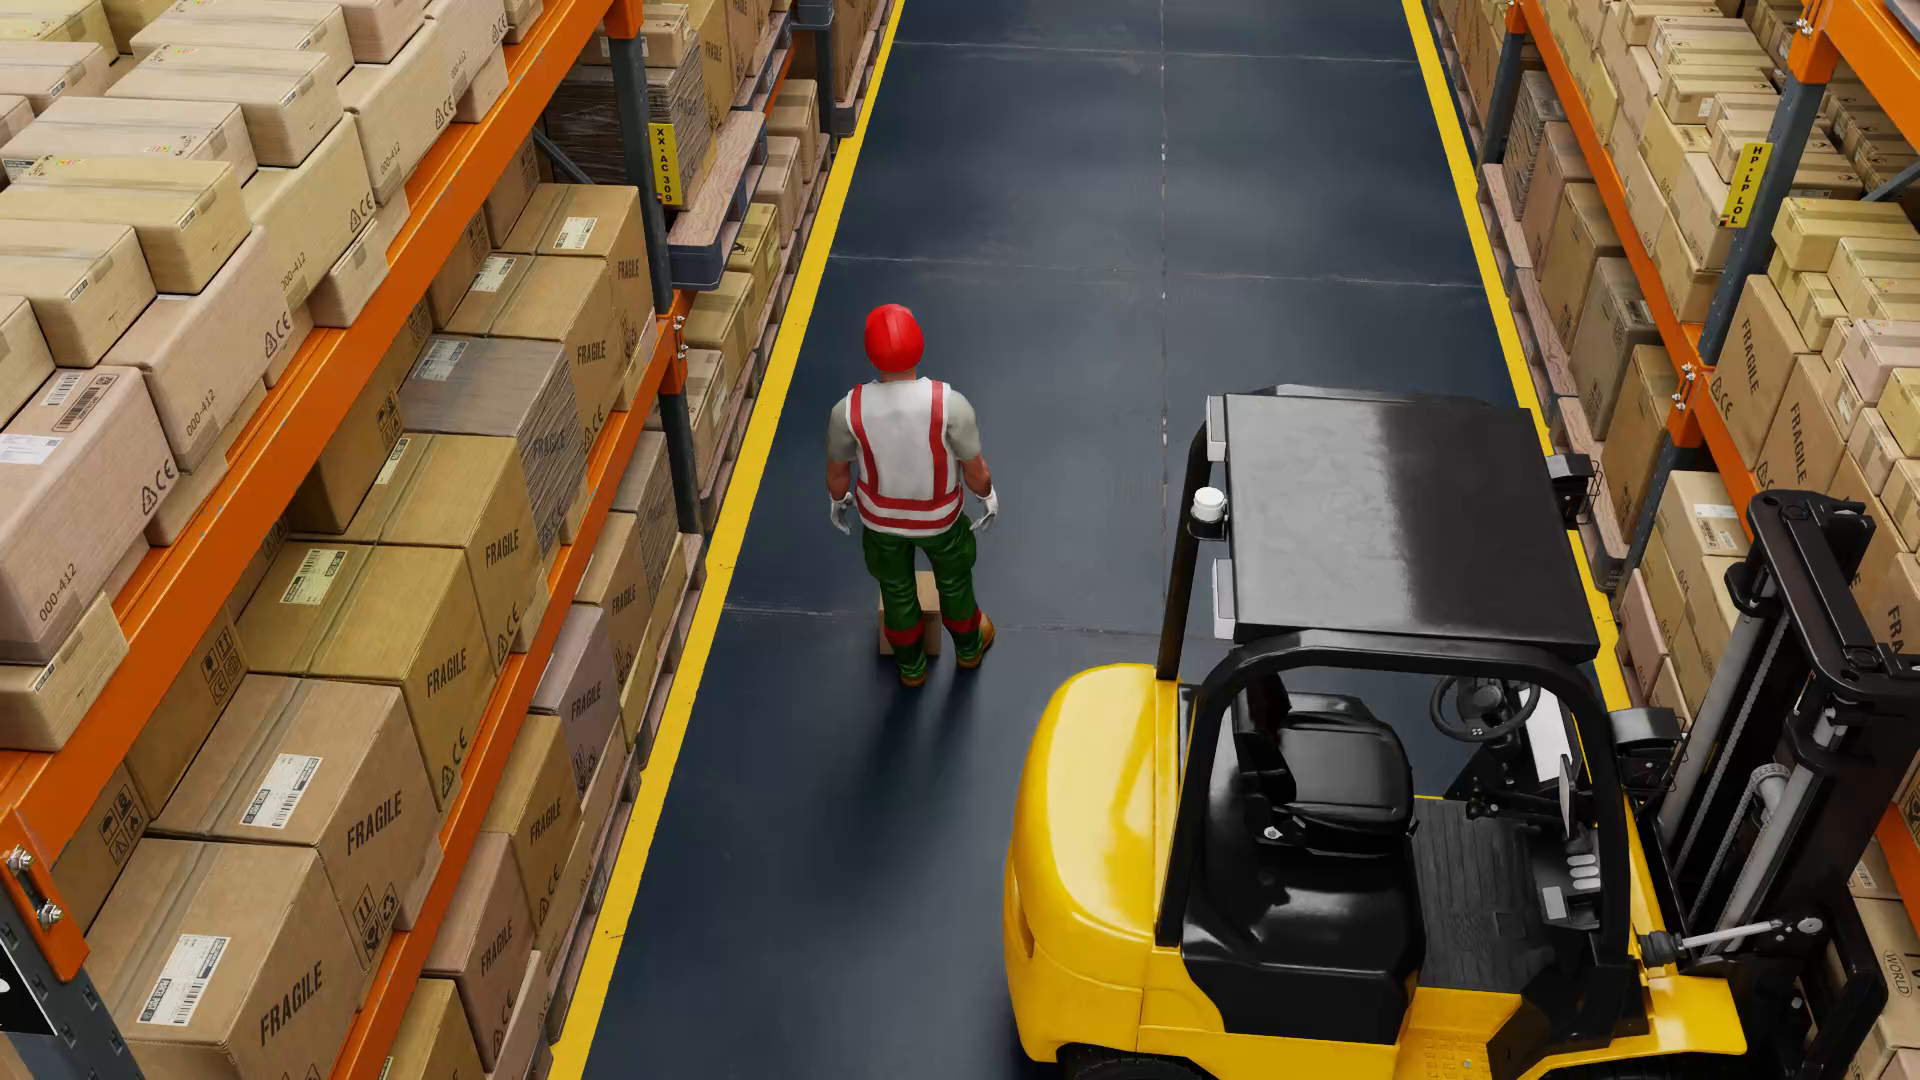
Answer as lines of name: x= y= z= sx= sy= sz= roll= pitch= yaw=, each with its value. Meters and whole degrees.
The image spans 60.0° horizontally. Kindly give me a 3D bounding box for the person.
person: x=-0.172 y=-0.170 z=6.327 sx=0.638 sy=1.787 sz=0.560 roll=2 pitch=40 yaw=2
